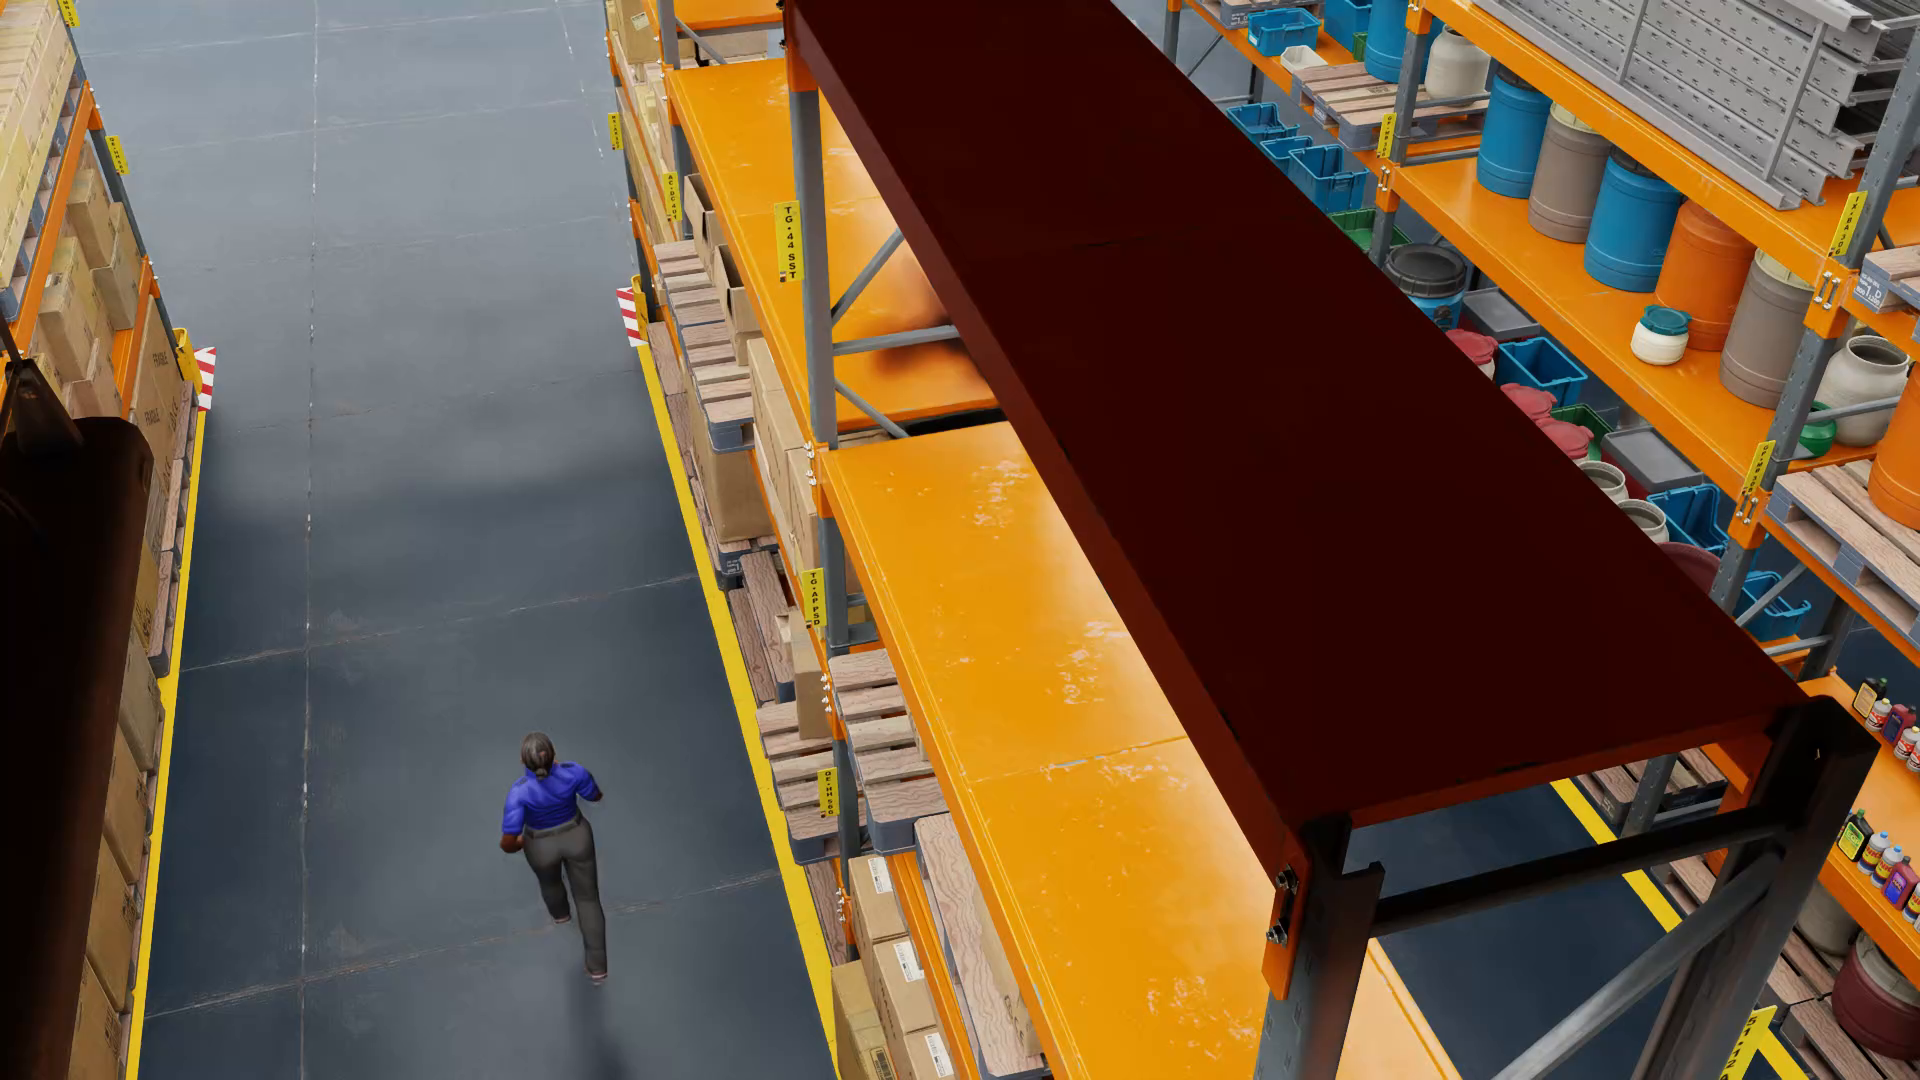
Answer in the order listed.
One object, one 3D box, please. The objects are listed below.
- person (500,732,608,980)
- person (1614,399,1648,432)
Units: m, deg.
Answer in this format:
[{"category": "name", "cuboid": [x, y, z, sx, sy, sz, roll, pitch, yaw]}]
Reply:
[{"category": "person", "cuboid": [-2.155, 1.638, 8.917, 0.570, 1.695, 0.791, -14, 40, -17]}, {"category": "person", "cuboid": [5.336, -1.194, 12.869, 0.661, 1.773, 0.958, -13, 40, -16]}]
